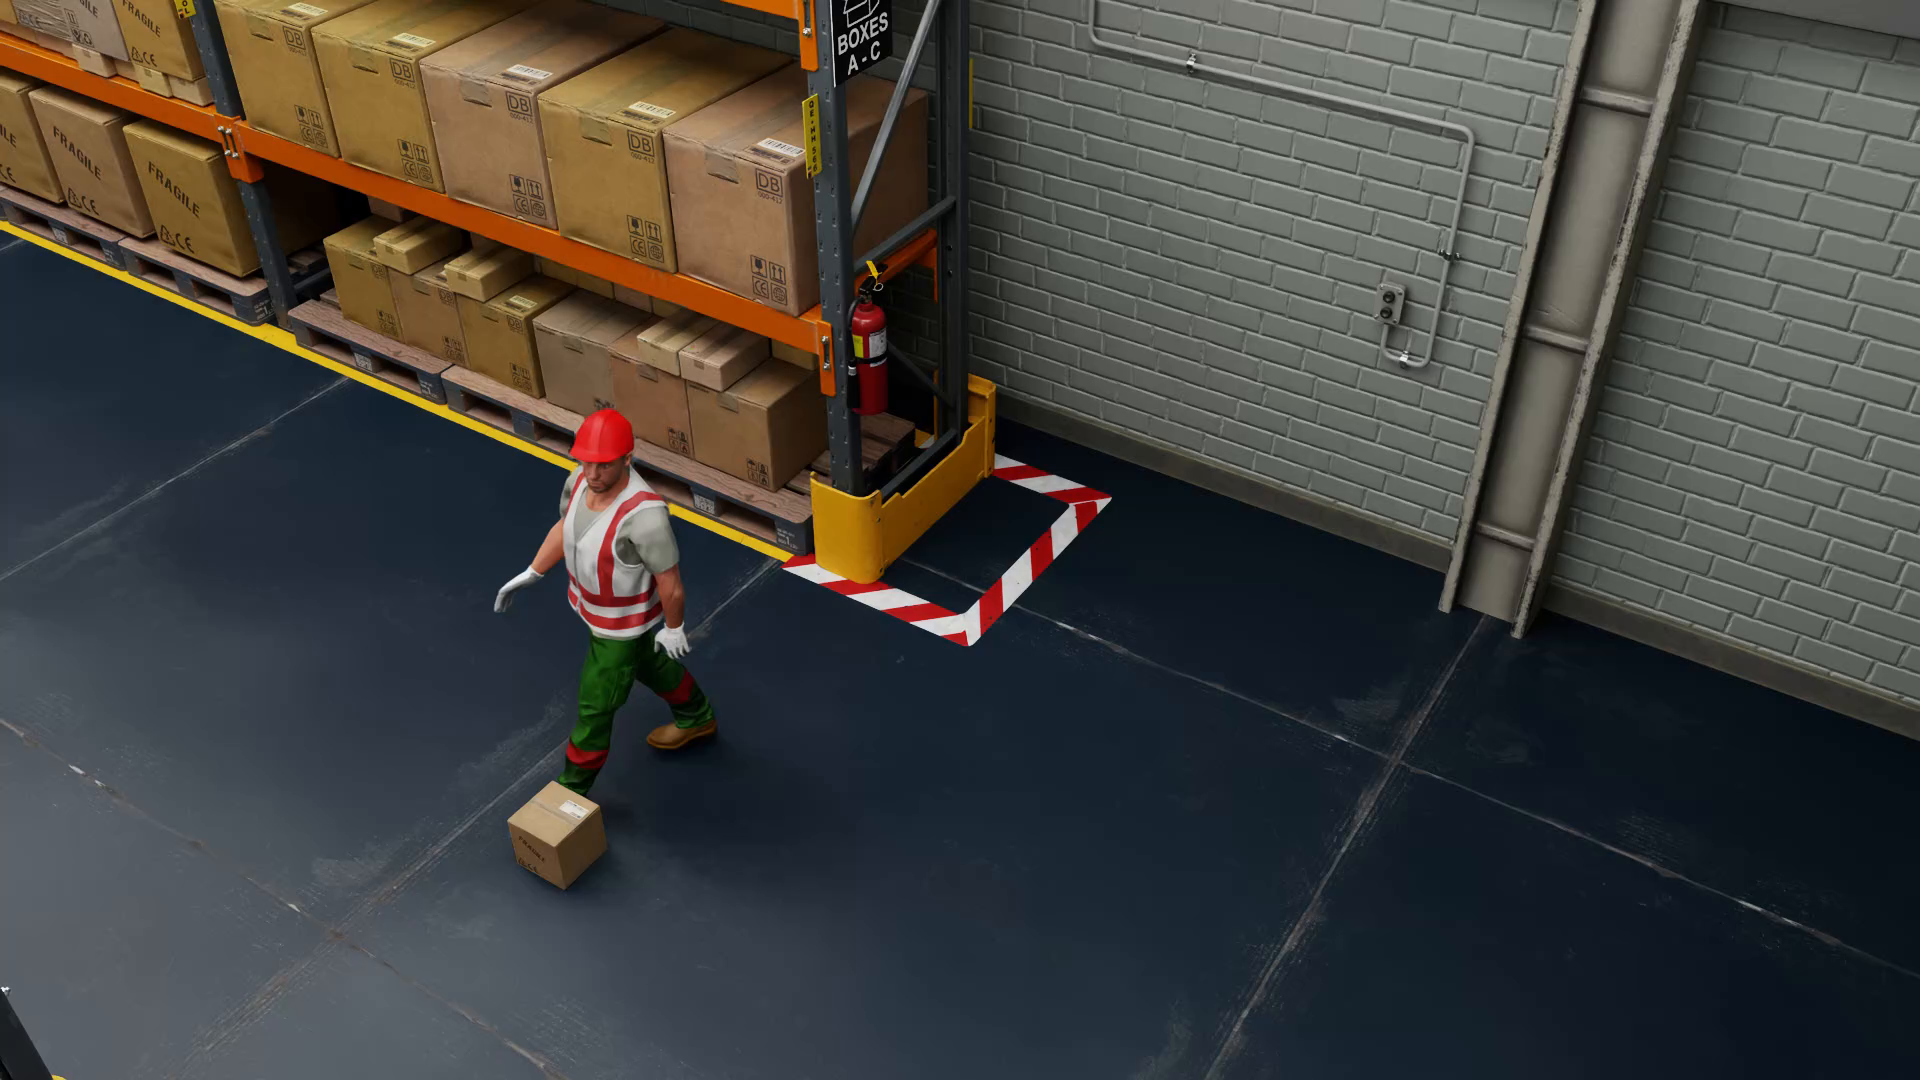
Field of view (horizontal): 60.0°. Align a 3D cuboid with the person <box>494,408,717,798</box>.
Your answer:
[{"bbox_3d":[-1.401,0.292,6.286,0.939,1.745,0.585,-25,45,-28],"label":"person"}]
